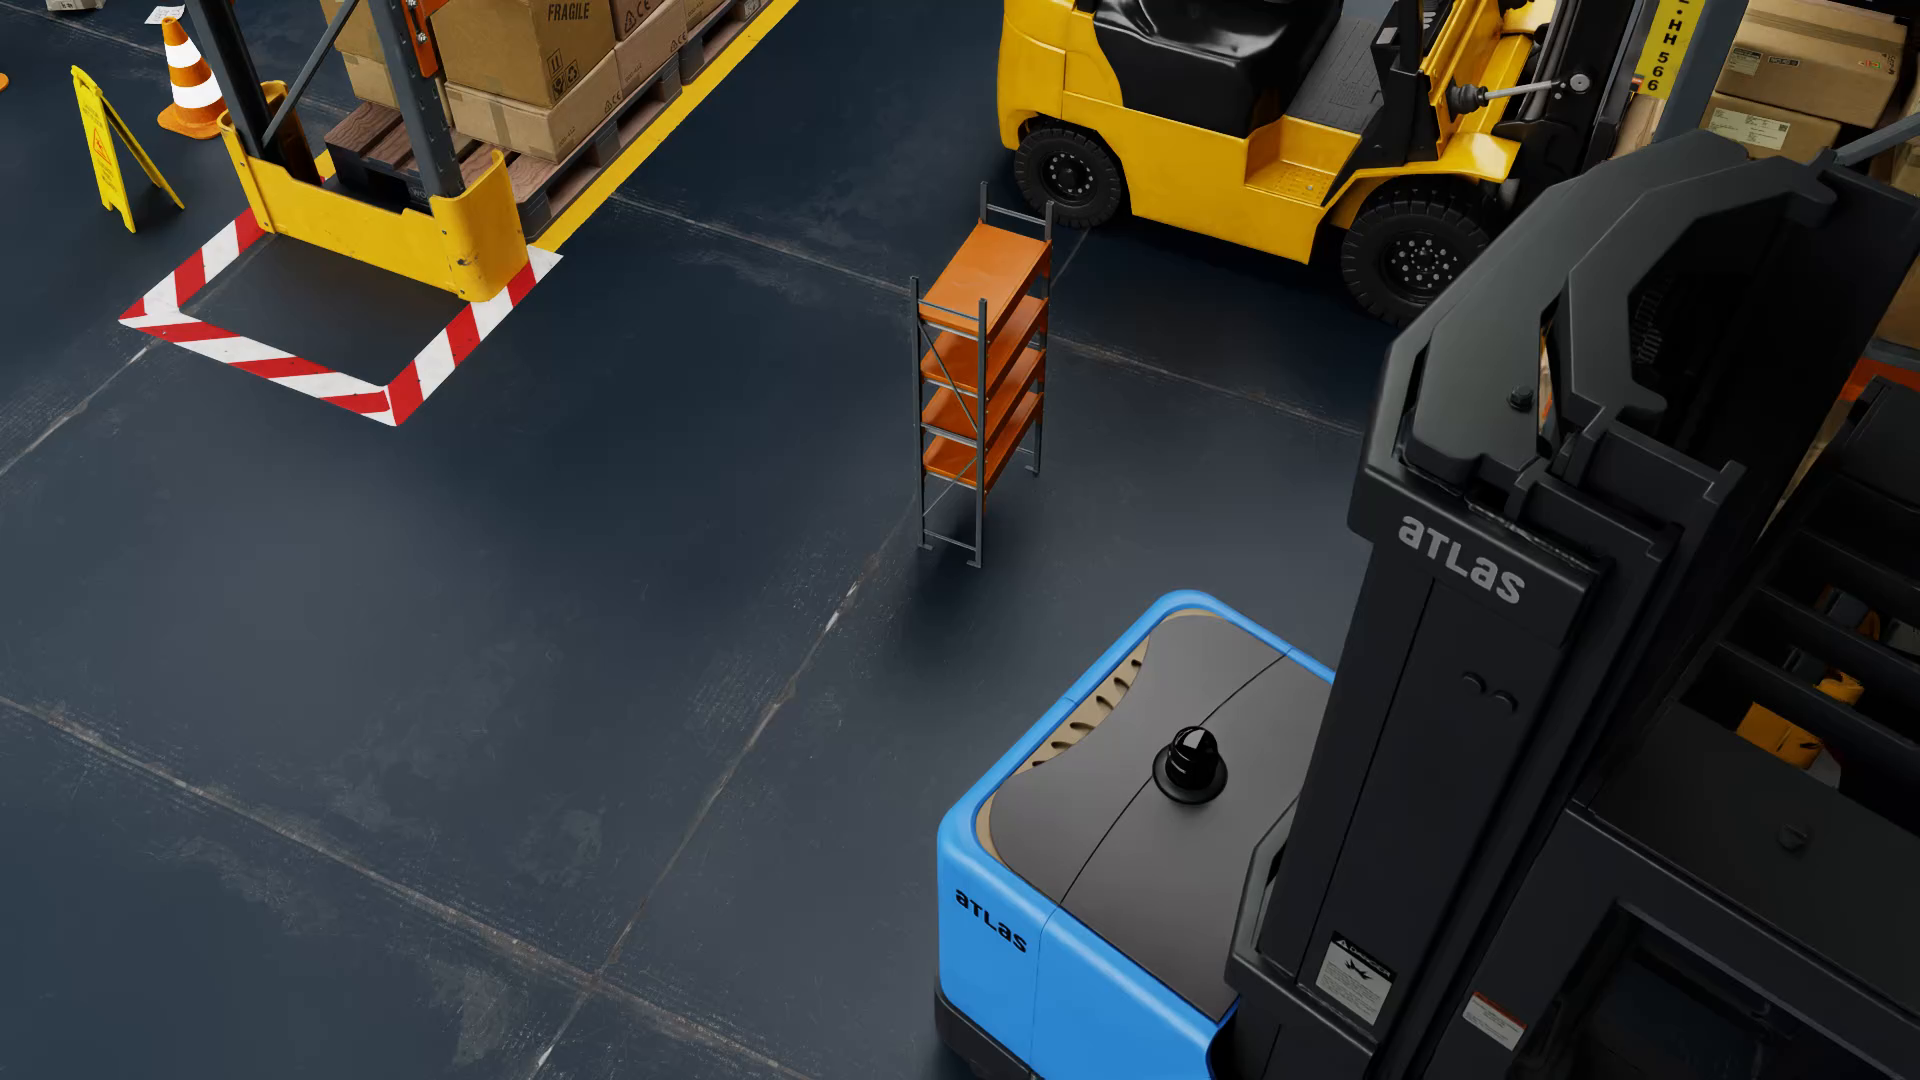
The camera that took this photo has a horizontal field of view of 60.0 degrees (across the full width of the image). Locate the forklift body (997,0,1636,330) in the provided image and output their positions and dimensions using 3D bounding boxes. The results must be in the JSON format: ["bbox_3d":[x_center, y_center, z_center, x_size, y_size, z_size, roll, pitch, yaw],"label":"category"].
[{"bbox_3d":[1.298,-2.157,6.173,2.313,2.155,1.214,20,52,16],"label":"forklift body"}]

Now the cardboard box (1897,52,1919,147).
[{"bbox_3d":[2.474,-1.034,3.973,0.380,0.149,0.250,19,52,15],"label":"cardboard box"}]

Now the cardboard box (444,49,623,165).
[{"bbox_3d":[-1.758,-1.856,6.889,0.500,0.250,0.500,19,52,16],"label":"cardboard box"}]

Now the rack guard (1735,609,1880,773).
[{"bbox_3d":[2.127,0.294,5.172,1.175,0.500,0.348,20,52,16],"label":"rack guard"}]

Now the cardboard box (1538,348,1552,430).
[{"bbox_3d":[2.052,-0.521,5.097,0.500,0.250,0.500,21,53,17],"label":"cardboard box"}]

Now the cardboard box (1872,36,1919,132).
[{"bbox_3d":[2.564,-1.115,4.238,0.380,0.149,0.250,20,52,16],"label":"cardboard box"}]

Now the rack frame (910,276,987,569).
[{"bbox_3d":[-0.034,-0.335,5.247,0.240,1.200,0.015,20,52,16],"label":"rack frame"}]

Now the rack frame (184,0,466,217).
[{"bbox_3d":[-2.352,-2.145,5.606,1.000,3.000,0.127,20,52,16],"label":"rack frame"}]

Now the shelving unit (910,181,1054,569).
[{"bbox_3d":[0.071,-0.503,5.390,0.258,1.200,0.503,20,52,16],"label":"shelving unit"}]

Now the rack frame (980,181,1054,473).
[{"bbox_3d":[0.175,-0.671,5.533,0.240,1.200,0.015,20,52,16],"label":"rack frame"}]

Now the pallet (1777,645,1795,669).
[{"bbox_3d":[2.426,-0.170,5.756,1.003,0.211,1.213,20,52,16],"label":"pallet"}]

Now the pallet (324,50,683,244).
[{"bbox_3d":[-1.941,-1.842,7.179,1.003,0.211,1.213,20,52,16],"label":"pallet"}]

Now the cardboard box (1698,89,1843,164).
[{"bbox_3d":[2.032,-1.105,4.230,0.380,0.149,0.250,21,53,17],"label":"cardboard box"}]

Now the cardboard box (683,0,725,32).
[{"bbox_3d":[-1.311,-2.585,7.510,0.500,0.250,0.500,23,53,18],"label":"cardboard box"}]

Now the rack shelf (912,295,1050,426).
[{"bbox_3d":[0.071,-0.604,5.271,0.258,0.148,0.480,20,52,16],"label":"rack shelf"}]

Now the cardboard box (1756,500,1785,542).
[{"bbox_3d":[2.526,-0.196,5.149,0.500,0.250,0.500,21,53,17],"label":"cardboard box"}]

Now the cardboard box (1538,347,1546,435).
[{"bbox_3d":[2.062,-0.377,5.303,0.500,0.250,0.500,19,52,16],"label":"cardboard box"}]

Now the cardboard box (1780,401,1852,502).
[{"bbox_3d":[2.514,-0.371,4.970,0.500,0.250,0.500,19,52,16],"label":"cardboard box"}]

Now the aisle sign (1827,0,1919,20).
[{"bbox_3d":[1.843,-1.426,3.287,0.394,0.787,0.004,20,52,16],"label":"aisle sign"}]

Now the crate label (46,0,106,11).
[{"bbox_3d":[-4.204,-2.622,7.891,0.250,0.136,0.298,-4,50,-3],"label":"crate label"}]

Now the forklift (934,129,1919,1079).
[{"bbox_3d":[1.379,0.856,3.097,3.031,2.935,1.130,33,57,25],"label":"forklift"}]

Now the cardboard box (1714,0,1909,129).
[{"bbox_3d":[2.100,-1.187,4.104,0.380,0.149,0.250,20,52,16],"label":"cardboard box"}]

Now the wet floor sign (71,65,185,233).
[{"bbox_3d":[-3.401,-1.600,6.688,0.232,0.644,0.267,-37,59,-27],"label":"wet floor sign"}]

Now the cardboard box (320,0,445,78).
[{"bbox_3d":[-2.246,-2.270,6.749,0.500,0.500,0.500,20,53,16],"label":"cardboard box"}]

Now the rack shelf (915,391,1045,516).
[{"bbox_3d":[0.071,-0.331,5.592,0.258,0.148,0.480,20,52,16],"label":"rack shelf"}]

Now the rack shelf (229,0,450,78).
[{"bbox_3d":[-1.498,-3.289,7.052,1.077,0.370,4.000,20,52,16],"label":"rack shelf"}]

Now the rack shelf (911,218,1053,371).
[{"bbox_3d":[0.071,-0.758,5.091,0.258,0.148,0.480,20,52,16],"label":"rack shelf"}]

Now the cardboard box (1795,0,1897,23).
[{"bbox_3d":[2.177,-1.367,4.257,0.380,0.149,0.250,20,52,16],"label":"cardboard box"}]

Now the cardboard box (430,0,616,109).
[{"bbox_3d":[-1.748,-2.116,6.618,0.500,0.500,0.500,18,52,15],"label":"cardboard box"}]

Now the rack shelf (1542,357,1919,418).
[{"bbox_3d":[2.992,-1.677,5.680,1.077,0.370,4.000,20,52,16],"label":"rack shelf"}]

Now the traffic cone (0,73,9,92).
[{"bbox_3d":[-4.484,-2.166,7.289,0.336,0.463,0.334,20,52,16],"label":"traffic cone"}]

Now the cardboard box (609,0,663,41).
[{"bbox_3d":[-1.529,-2.477,6.925,0.500,0.500,0.500,18,52,15],"label":"cardboard box"}]

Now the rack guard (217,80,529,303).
[{"bbox_3d":[-2.320,-1.388,6.603,1.175,0.500,0.348,20,52,16],"label":"rack guard"}]

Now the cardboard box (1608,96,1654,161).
[{"bbox_3d":[2.471,-1.225,5.696,0.500,0.250,0.500,20,53,17],"label":"cardboard box"}]

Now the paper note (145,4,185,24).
[{"bbox_3d":[-3.748,-2.482,7.842,0.148,0.019,0.142,4,50,3],"label":"paper note"}]

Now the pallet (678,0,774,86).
[{"bbox_3d":[-1.418,-2.679,7.891,1.003,0.211,1.213,20,52,16],"label":"pallet"}]

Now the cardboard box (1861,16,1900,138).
[{"bbox_3d":[2.802,-1.182,4.721,0.500,0.500,0.500,21,53,17],"label":"cardboard box"}]

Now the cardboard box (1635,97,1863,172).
[{"bbox_3d":[2.110,-0.990,4.557,0.500,0.500,0.500,19,52,15],"label":"cardboard box"}]

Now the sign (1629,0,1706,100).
[{"bbox_3d":[1.652,-1.171,3.861,0.100,0.325,0.005,20,52,16],"label":"sign"}]

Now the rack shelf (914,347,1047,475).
[{"bbox_3d":[0.071,-0.459,5.441,0.258,0.148,0.480,20,52,16],"label":"rack shelf"}]

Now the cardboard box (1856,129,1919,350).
[{"bbox_3d":[2.600,-0.816,4.409,0.500,0.500,0.500,21,53,17],"label":"cardboard box"}]

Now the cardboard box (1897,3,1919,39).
[{"bbox_3d":[2.679,-1.288,4.385,0.380,0.149,0.250,19,52,15],"label":"cardboard box"}]

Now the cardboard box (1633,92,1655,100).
[{"bbox_3d":[2.695,-1.571,5.991,0.500,0.250,0.500,19,52,15],"label":"cardboard box"}]

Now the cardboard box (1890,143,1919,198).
[{"bbox_3d":[2.517,-0.925,4.076,0.380,0.149,0.250,19,52,15],"label":"cardboard box"}]

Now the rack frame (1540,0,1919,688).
[{"bbox_3d":[2.137,-0.533,4.234,1.000,3.000,0.127,20,52,16],"label":"rack frame"}]

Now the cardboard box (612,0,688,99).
[{"bbox_3d":[-1.533,-2.205,7.186,0.500,0.250,0.500,22,53,17],"label":"cardboard box"}]

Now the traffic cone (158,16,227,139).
[{"bbox_3d":[-3.335,-2.039,7.181,0.336,0.463,0.334,20,52,16],"label":"traffic cone"}]

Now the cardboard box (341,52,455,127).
[{"bbox_3d":[-2.240,-2.051,7.055,0.500,0.250,0.500,20,52,16],"label":"cardboard box"}]
